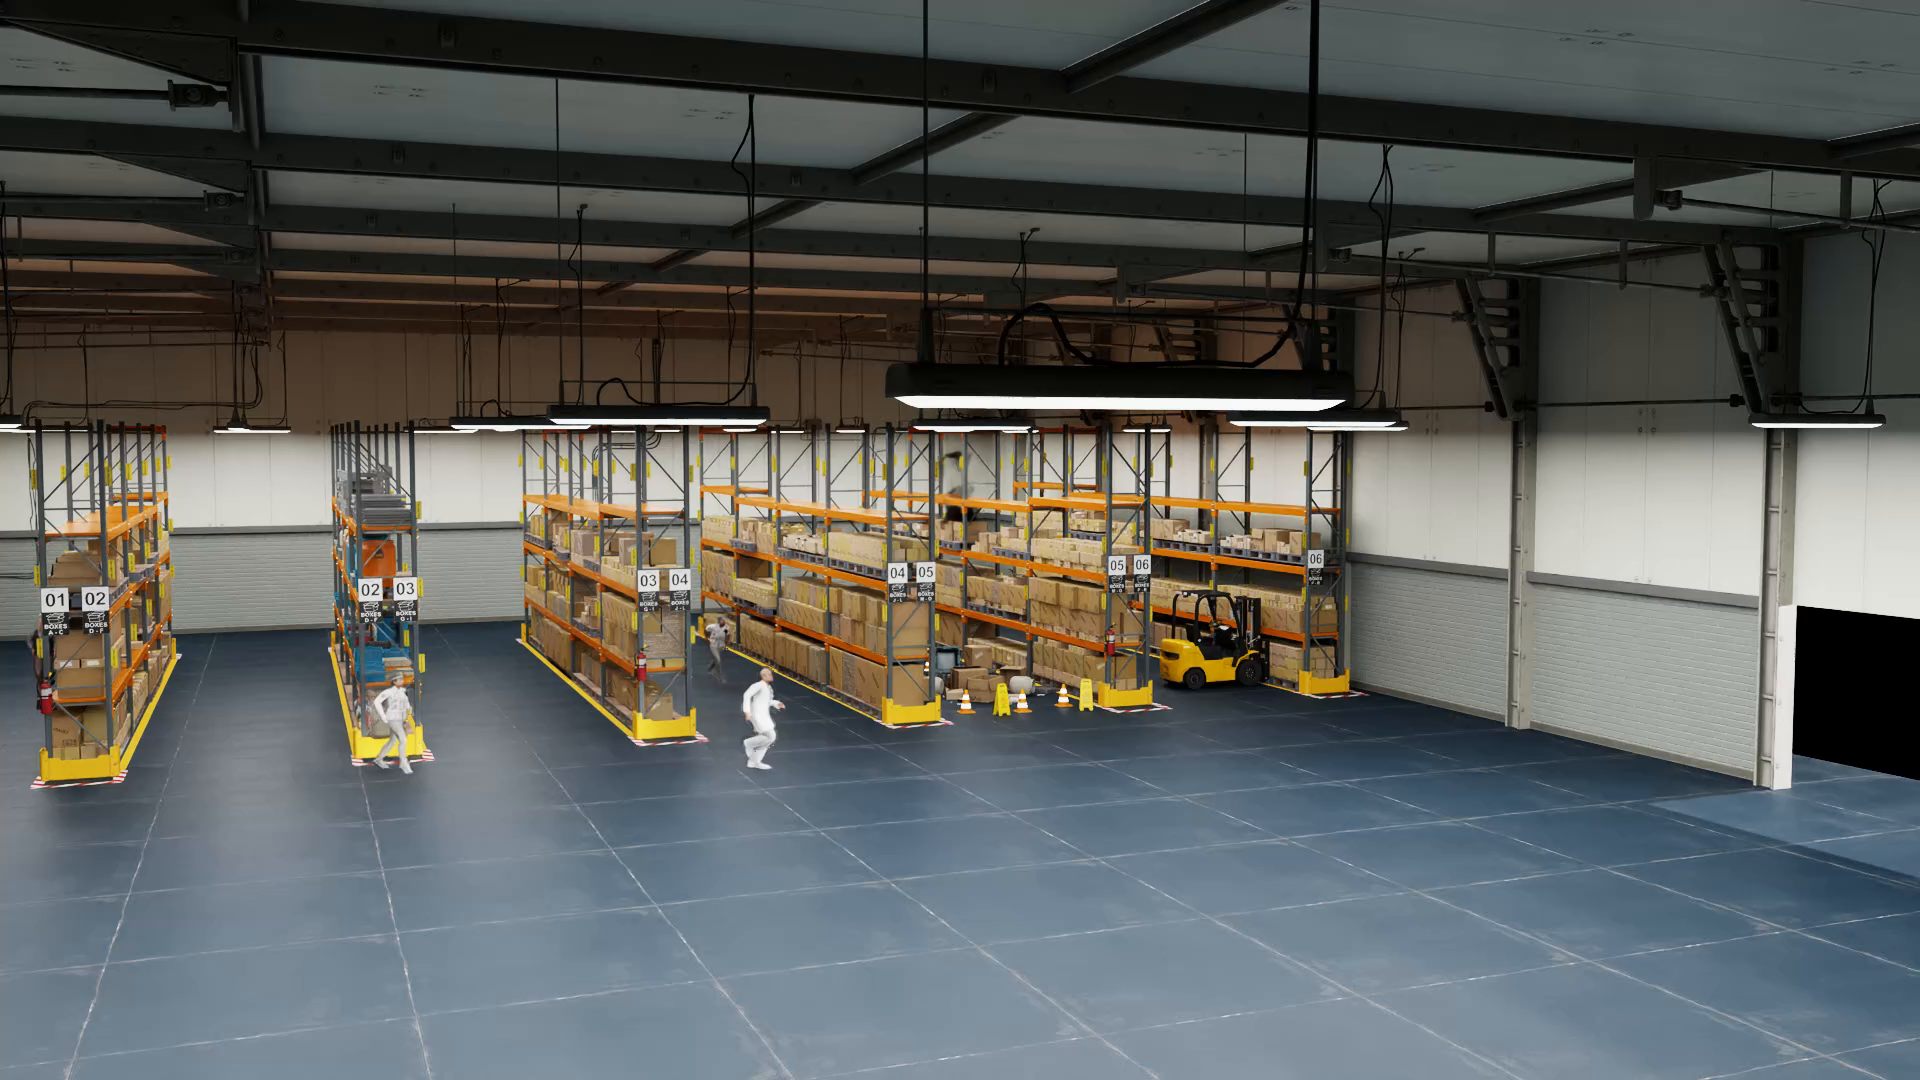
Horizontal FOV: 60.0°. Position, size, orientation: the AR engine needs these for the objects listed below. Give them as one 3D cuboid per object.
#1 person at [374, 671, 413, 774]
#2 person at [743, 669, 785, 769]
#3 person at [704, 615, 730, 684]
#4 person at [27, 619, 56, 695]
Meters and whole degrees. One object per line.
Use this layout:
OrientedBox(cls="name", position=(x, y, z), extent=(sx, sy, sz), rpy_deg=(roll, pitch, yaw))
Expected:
OrientedBox(cls="person", position=(-9.650, 3.112, 28.410), extent=(0.803, 1.745, 0.615), rpy_deg=(1, 4, 12))
OrientedBox(cls="person", position=(-3.369, 3.079, 28.619), extent=(0.700, 1.729, 0.760), rpy_deg=(1, 4, 13))
OrientedBox(cls="person", position=(-5.708, 2.532, 38.790), extent=(0.588, 1.624, 0.974), rpy_deg=(-2, 4, -30))
OrientedBox(cls="person", position=(-20.356, 2.588, 36.915), extent=(0.661, 1.680, 0.551), rpy_deg=(-1, 4, -17))
